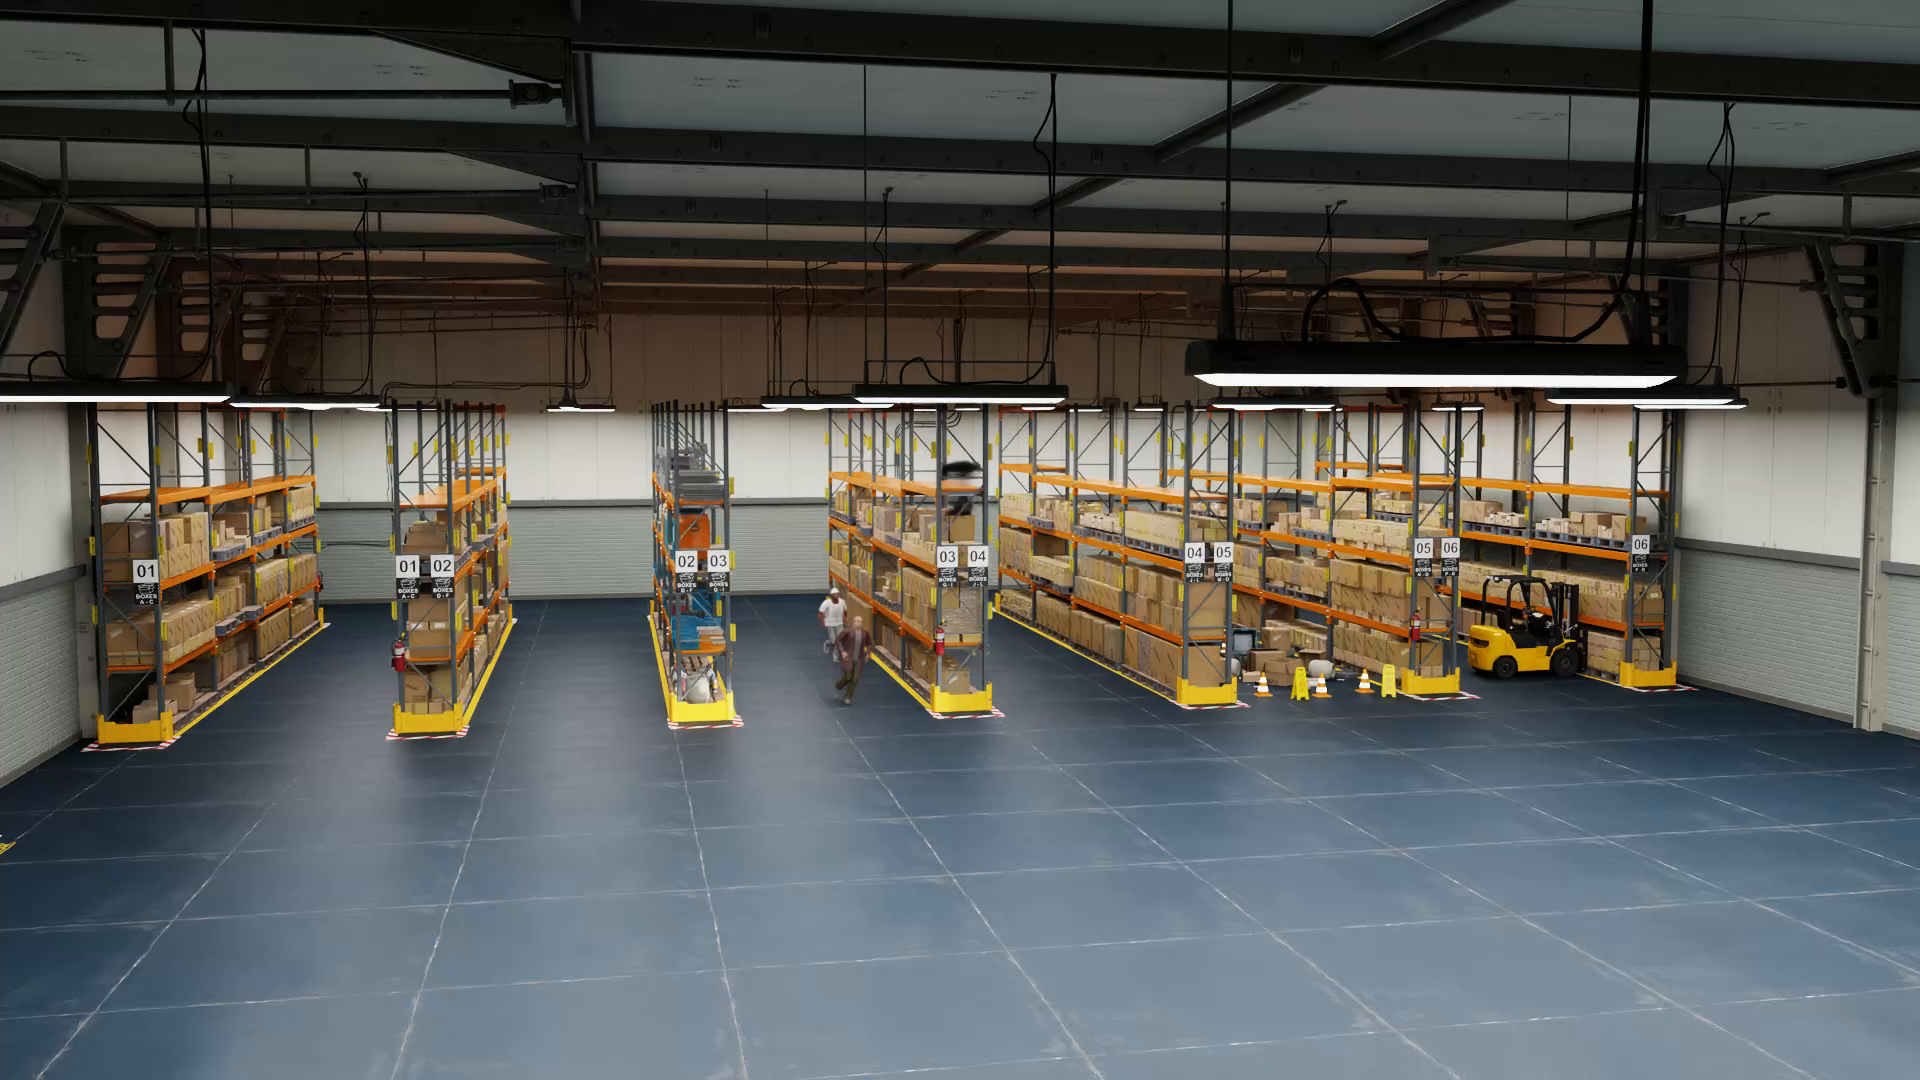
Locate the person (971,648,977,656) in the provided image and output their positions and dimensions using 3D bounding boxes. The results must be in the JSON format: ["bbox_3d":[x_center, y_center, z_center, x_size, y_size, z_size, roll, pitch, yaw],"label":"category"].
[{"bbox_3d":[0.222,1.891,39.934,0.743,1.717,1.045,-2,5,-22],"label":"person"}]

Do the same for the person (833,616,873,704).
[{"bbox_3d":[-2.103,2.373,33.135,0.766,1.729,0.622,-2,5,-24],"label":"person"}]

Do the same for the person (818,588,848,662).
[{"bbox_3d":[-2.939,1.965,38.678,0.715,1.719,0.643,-2,5,-26],"label":"person"}]
